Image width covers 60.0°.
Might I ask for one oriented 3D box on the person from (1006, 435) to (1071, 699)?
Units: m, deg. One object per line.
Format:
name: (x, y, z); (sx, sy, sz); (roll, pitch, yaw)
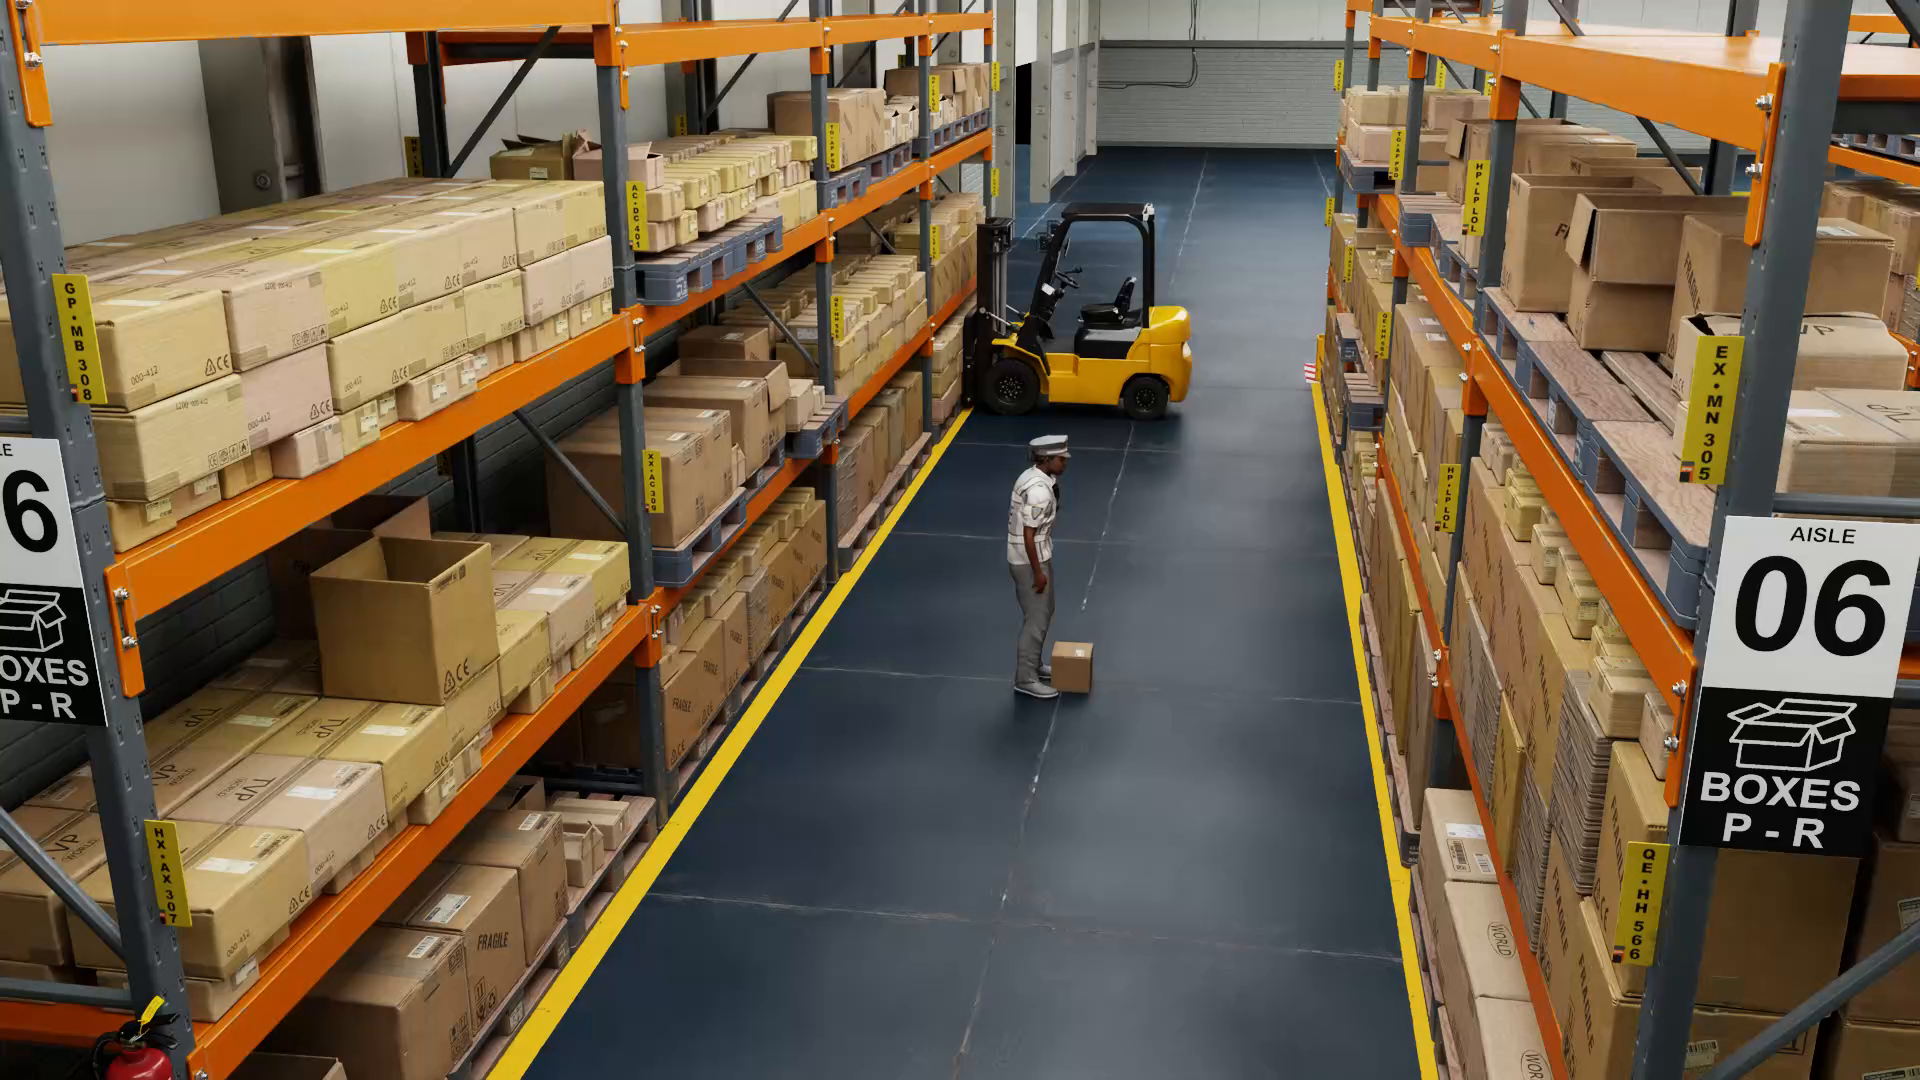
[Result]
person: (0.492, 0.147, 10.606); (0.398, 1.657, 0.530); (2, 18, 6)
